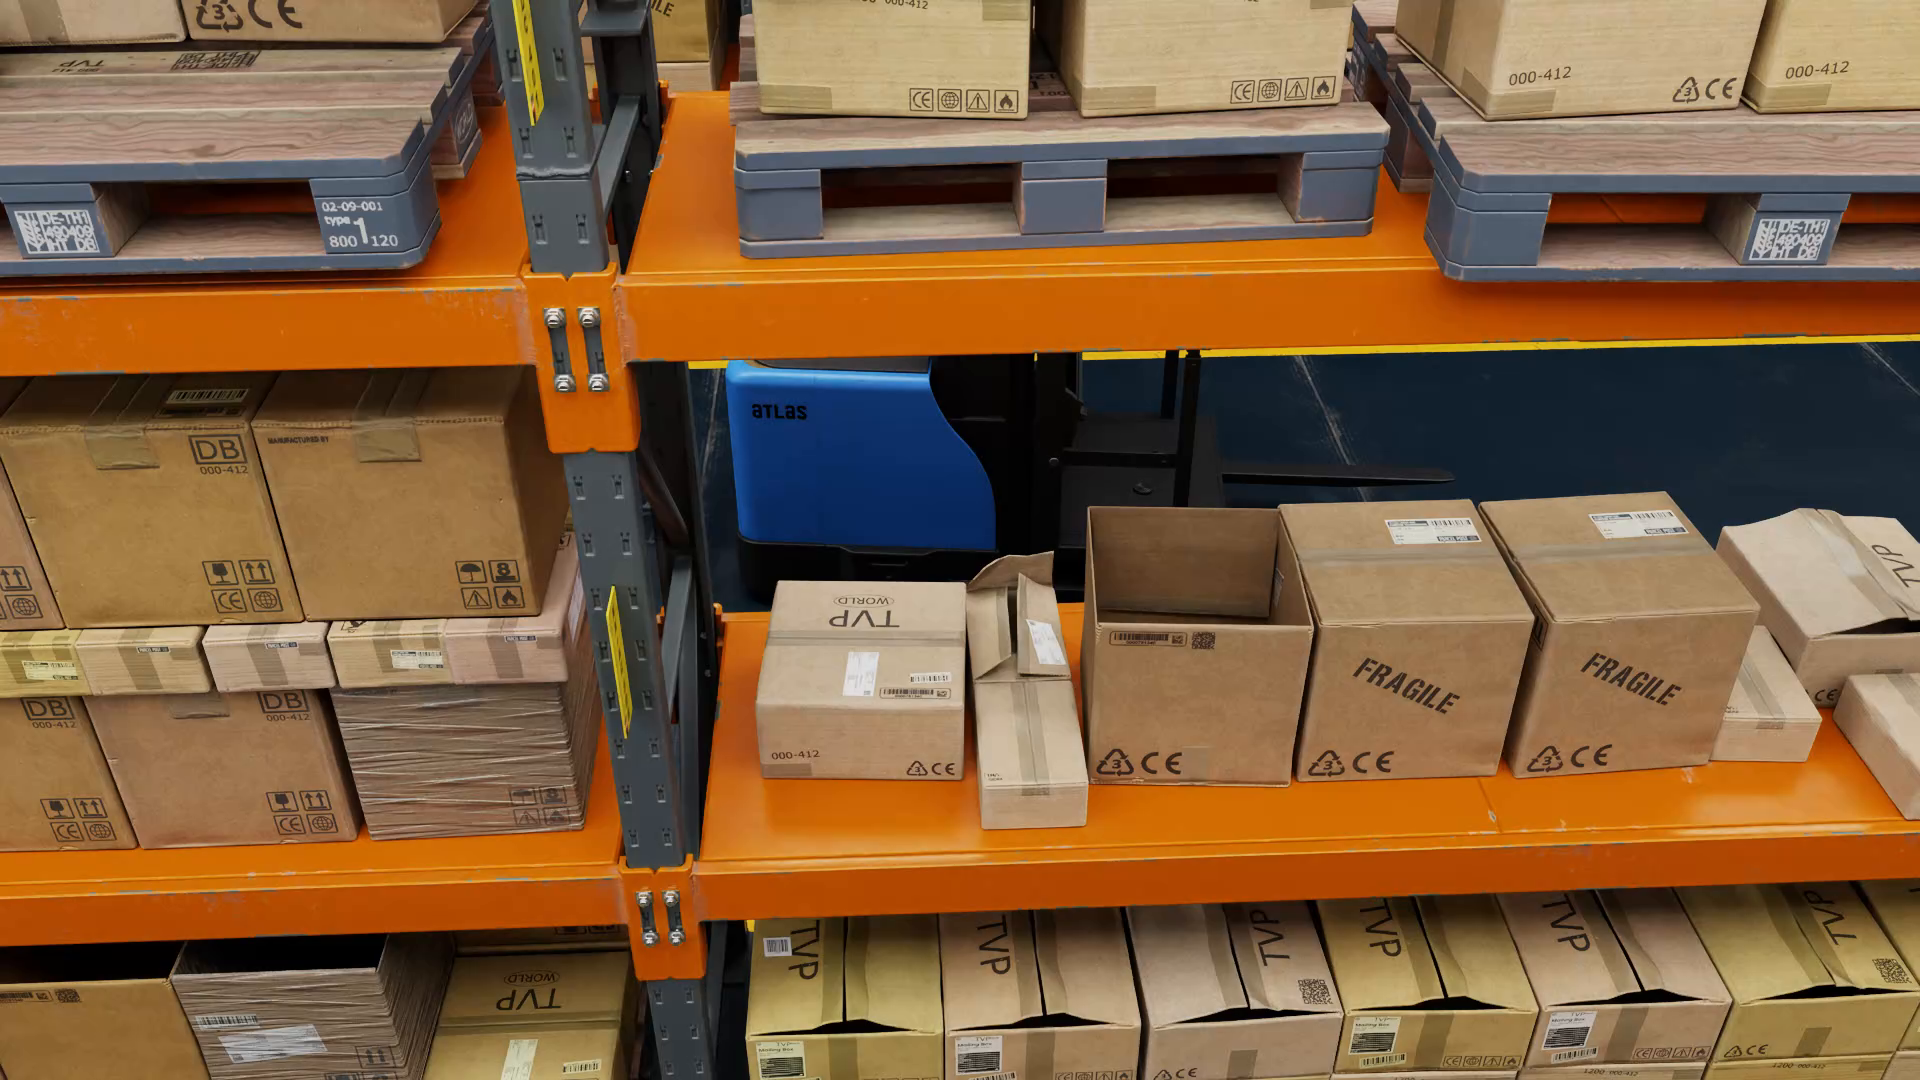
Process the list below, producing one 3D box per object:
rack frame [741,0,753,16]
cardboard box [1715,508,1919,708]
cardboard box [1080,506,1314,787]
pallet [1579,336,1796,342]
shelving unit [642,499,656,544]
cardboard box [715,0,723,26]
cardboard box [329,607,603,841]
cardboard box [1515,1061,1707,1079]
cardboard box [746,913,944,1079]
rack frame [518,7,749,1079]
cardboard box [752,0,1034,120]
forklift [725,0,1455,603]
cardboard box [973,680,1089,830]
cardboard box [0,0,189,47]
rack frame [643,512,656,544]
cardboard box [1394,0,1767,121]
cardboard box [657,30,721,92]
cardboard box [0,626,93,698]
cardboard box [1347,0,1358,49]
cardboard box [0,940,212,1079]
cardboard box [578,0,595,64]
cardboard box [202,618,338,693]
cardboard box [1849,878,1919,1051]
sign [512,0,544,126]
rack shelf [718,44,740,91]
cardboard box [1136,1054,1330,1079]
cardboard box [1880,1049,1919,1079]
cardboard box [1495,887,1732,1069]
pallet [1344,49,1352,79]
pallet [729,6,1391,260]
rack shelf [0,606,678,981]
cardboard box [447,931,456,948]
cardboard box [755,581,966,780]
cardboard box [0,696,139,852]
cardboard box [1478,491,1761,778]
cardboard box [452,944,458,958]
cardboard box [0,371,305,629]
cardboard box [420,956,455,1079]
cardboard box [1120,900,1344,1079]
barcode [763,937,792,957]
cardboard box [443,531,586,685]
[{"bbox_3d":[-0.965,-2.489,8.210,0.127,3.000,1.000,-2,35,-2],"label":"rack frame"},{"bbox_3d":[2.366,0.170,4.447,0.500,0.311,0.500,-2,35,-3],"label":"cardboard box"},{"bbox_3d":[0.567,0.260,4.150,0.500,0.500,0.500,1,35,1],"label":"cardboard box"},{"bbox_3d":[3.821,-1.428,9.129,1.213,0.211,1.003,-2,35,-2],"label":"pallet"},{"bbox_3d":[-1.861,-0.140,7.283,1.200,0.189,0.258,1,35,2],"label":"shelving unit"},{"bbox_3d":[-1.444,-2.850,8.187,0.500,0.500,0.500,-2,35,-3],"label":"cardboard box"},{"bbox_3d":[-1.170,0.301,4.091,0.500,0.500,0.700,-2,35,-3],"label":"cardboard box"},{"bbox_3d":[1.737,1.358,4.700,0.500,0.250,0.500,-1,35,-1],"label":"cardboard box"},{"bbox_3d":[-0.302,1.185,4.457,0.500,0.311,0.500,-1,35,-2],"label":"cardboard box"},{"bbox_3d":[-0.727,0.327,4.142,0.127,3.000,1.000,-2,35,-2],"label":"rack frame"},{"bbox_3d":[-0.111,-1.029,3.228,0.500,0.250,0.500,2,35,3],"label":"cardboard box"},{"bbox_3d":[0.626,-1.182,6.383,3.031,2.935,1.130,2,35,3],"label":"forklift"},{"bbox_3d":[0.168,0.522,4.080,0.250,0.149,0.380,-2,35,-2],"label":"cardboard box"},{"bbox_3d":[-1.782,-1.222,3.330,0.500,0.311,0.500,-3,35,-5],"label":"cardboard box"},{"bbox_3d":[-1.861,-0.065,7.335,1.200,0.006,0.240,1,35,2],"label":"rack frame"},{"bbox_3d":[1.186,-1.034,3.236,0.500,0.250,0.500,-4,35,-6],"label":"cardboard box"},{"bbox_3d":[-1.424,-2.250,7.980,0.500,0.250,0.500,-1,35,-2],"label":"cardboard box"},{"bbox_3d":[-2.005,0.174,3.704,0.250,0.149,0.380,-2,35,-2],"label":"cardboard box"},{"bbox_3d":[2.004,-2.770,8.142,0.500,0.500,0.700,-5,35,-7],"label":"cardboard box"},{"bbox_3d":[-2.179,1.136,4.361,0.500,0.500,0.500,-2,35,-2],"label":"cardboard box"},{"bbox_3d":[-1.921,-2.539,7.738,0.500,0.500,0.500,-2,35,-2],"label":"cardboard box"},{"bbox_3d":[-1.497,0.162,3.722,0.250,0.149,0.380,-3,35,-4],"label":"cardboard box"},{"bbox_3d":[2.757,1.101,4.578,0.500,0.311,0.500,-1,35,-1],"label":"cardboard box"},{"bbox_3d":[-0.699,-0.836,2.663,0.005,0.325,0.100,-2,35,-2],"label":"sign"},{"bbox_3d":[-2.963,-2.139,8.337,4.000,0.370,1.077,-2,35,-2],"label":"rack shelf"},{"bbox_3d":[0.716,1.386,4.658,0.500,0.250,0.500,-3,35,-4],"label":"cardboard box"},{"bbox_3d":[2.755,1.330,4.740,0.500,0.250,0.500,-1,35,-1],"label":"cardboard box"},{"bbox_3d":[1.734,1.130,4.535,0.500,0.311,0.500,-2,35,-3],"label":"cardboard box"},{"bbox_3d":[2.324,-2.438,8.306,1.003,0.211,1.213,-2,35,-2],"label":"pallet"},{"bbox_3d":[0.154,-0.859,3.388,1.217,0.209,0.805,-3,35,-4],"label":"pallet"},{"bbox_3d":[-2.725,0.677,4.269,4.000,0.370,1.077,-2,35,-2],"label":"rack shelf"},{"bbox_3d":[-1.704,0.829,4.805,0.500,0.500,0.500,-2,35,-2],"label":"cardboard box"},{"bbox_3d":[-0.237,0.350,4.240,0.500,0.250,0.500,1,35,1],"label":"cardboard box"},{"bbox_3d":[-2.198,0.330,4.049,0.500,0.500,0.700,-1,35,-2],"label":"cardboard box"},{"bbox_3d":[1.593,0.232,4.190,0.500,0.500,0.500,-3,35,-5],"label":"cardboard box"},{"bbox_3d":[-1.704,1.136,5.021,0.500,0.250,0.500,-2,35,-2],"label":"cardboard box"},{"bbox_3d":[-1.674,-0.218,3.701,0.500,0.500,0.700,-2,35,-2],"label":"cardboard box"},{"bbox_3d":[-1.680,1.429,4.596,0.500,0.250,0.500,-2,35,-2],"label":"cardboard box"},{"bbox_3d":[0.715,1.160,4.493,0.500,0.311,0.500,-3,35,-4],"label":"cardboard box"},{"bbox_3d":[-0.452,1.009,4.123,0.075,0.075,0.001,-2,35,-2],"label":"barcode"},{"bbox_3d":[-0.988,0.148,3.742,0.250,0.149,0.380,-2,35,-2],"label":"cardboard box"}]
